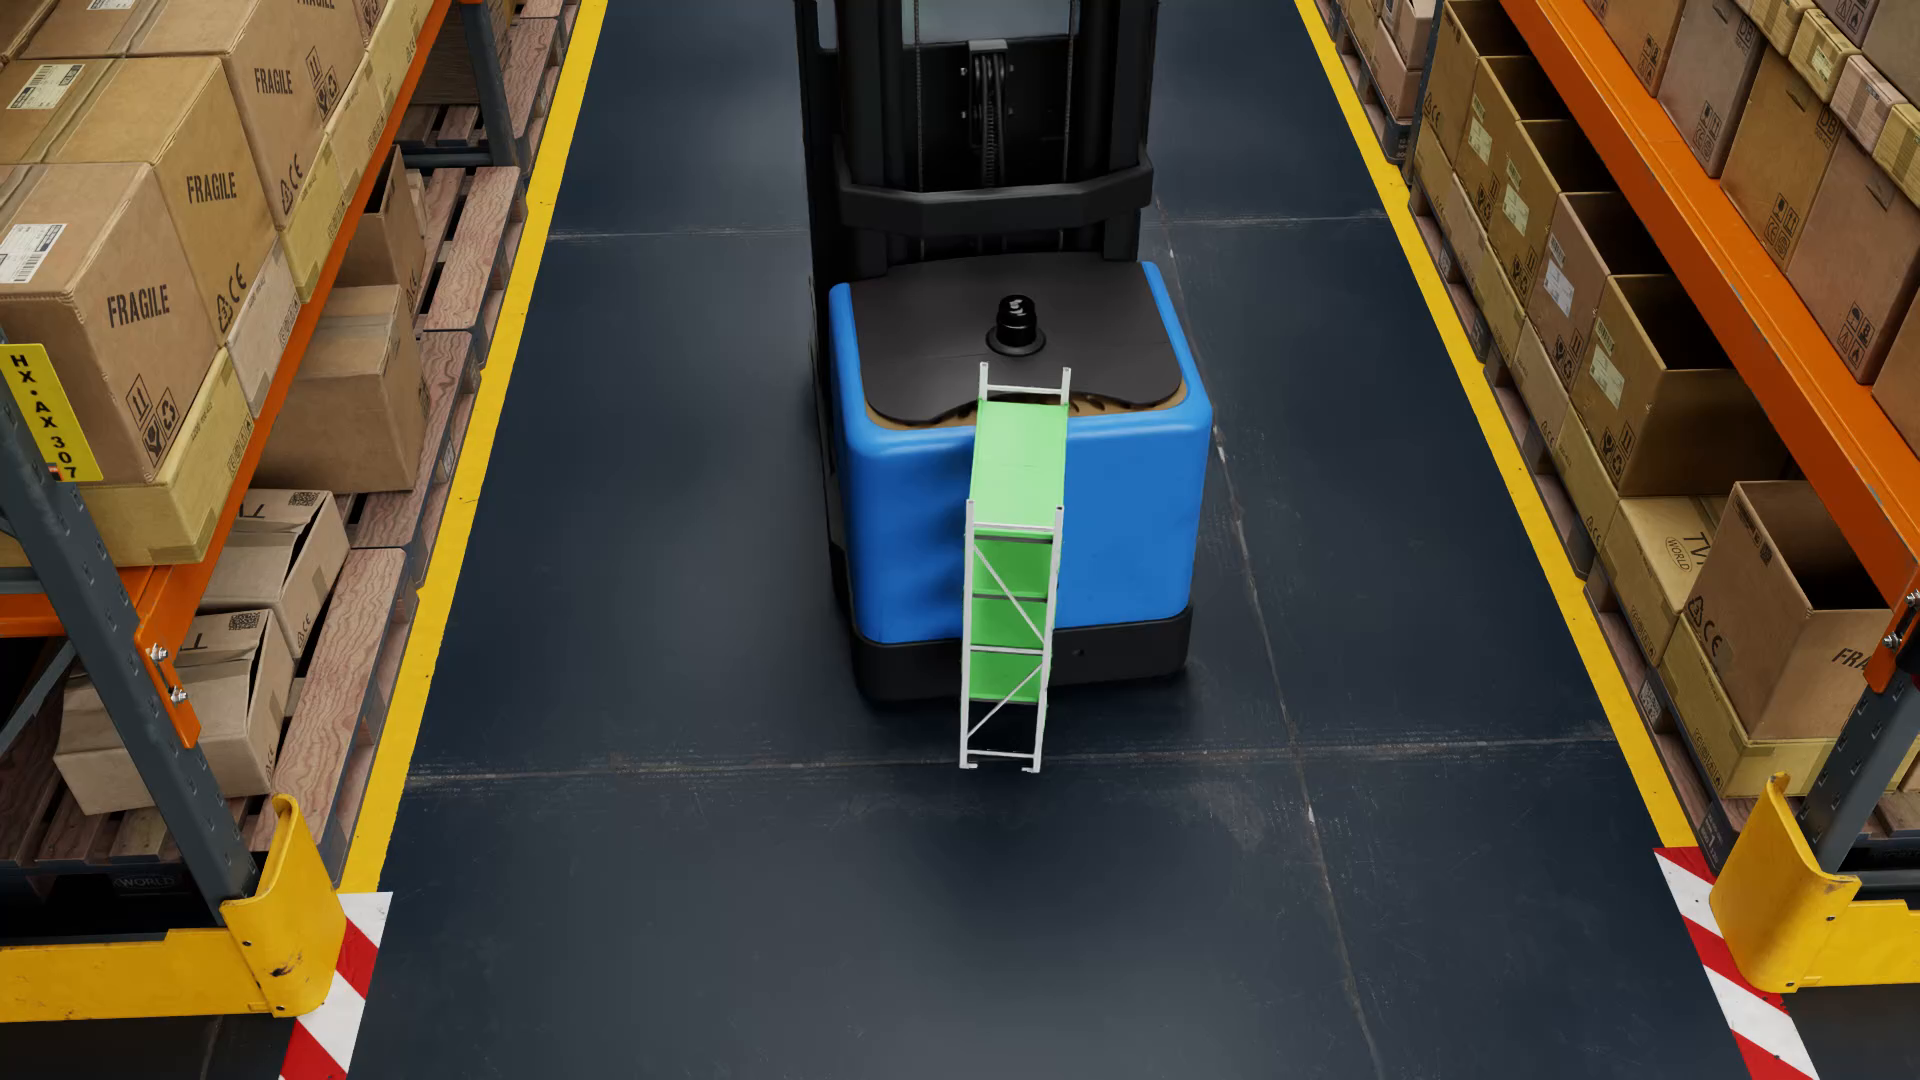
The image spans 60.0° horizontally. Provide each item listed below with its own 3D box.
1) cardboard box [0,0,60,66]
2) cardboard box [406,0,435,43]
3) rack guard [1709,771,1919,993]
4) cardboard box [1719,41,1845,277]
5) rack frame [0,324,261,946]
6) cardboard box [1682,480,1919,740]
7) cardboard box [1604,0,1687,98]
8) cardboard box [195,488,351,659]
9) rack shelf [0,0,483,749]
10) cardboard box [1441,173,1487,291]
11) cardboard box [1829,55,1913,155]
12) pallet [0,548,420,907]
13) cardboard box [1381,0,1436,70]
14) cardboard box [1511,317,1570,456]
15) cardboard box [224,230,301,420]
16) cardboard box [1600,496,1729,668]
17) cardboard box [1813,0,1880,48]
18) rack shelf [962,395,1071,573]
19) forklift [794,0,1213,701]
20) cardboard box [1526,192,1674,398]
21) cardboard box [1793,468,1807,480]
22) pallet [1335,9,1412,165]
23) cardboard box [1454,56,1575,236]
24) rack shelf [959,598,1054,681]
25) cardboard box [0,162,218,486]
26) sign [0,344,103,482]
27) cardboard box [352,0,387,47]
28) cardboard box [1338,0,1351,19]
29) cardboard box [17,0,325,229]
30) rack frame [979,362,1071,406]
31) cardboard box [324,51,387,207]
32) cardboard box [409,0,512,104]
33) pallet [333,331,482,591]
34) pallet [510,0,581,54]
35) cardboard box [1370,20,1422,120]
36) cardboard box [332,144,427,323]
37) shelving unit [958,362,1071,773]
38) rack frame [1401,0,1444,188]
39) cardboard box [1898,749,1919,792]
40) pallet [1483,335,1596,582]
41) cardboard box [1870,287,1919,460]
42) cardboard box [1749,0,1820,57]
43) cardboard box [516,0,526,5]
[{"bbox_3d":[-2.540,-1.131,4.305,0.500,0.500,0.500,-3,43,-3],"label":"cardboard box"},{"bbox_3d":[-2.104,-1.906,5.706,0.500,0.250,0.500,-1,43,-2],"label":"cardboard box"},{"bbox_3d":[2.680,0.891,4.407,1.175,0.500,0.348,-2,43,-2],"label":"rack guard"},{"bbox_3d":[2.629,-1.088,4.643,0.700,0.500,0.500,-1,43,-2],"label":"cardboard box"},{"bbox_3d":[-2.270,0.098,3.423,1.000,3.000,0.127,-2,43,-2],"label":"rack frame"},{"bbox_3d":[2.359,0.183,4.500,0.500,0.500,0.500,-2,43,-2],"label":"cardboard box"},{"bbox_3d":[2.580,-1.789,5.408,0.700,0.500,0.500,-1,43,-1],"label":"cardboard box"},{"bbox_3d":[-2.234,0.073,5.115,0.500,0.311,0.500,2,43,2],"label":"cardboard box"},{"bbox_3d":[-2.355,-0.987,5.139,1.077,0.370,4.000,-2,43,-2],"label":"rack shelf"},{"bbox_3d":[2.242,-1.228,6.594,0.500,0.250,0.500,-2,43,-2],"label":"cardboard box"},{"bbox_3d":[2.440,-1.094,4.169,0.380,0.149,0.250,-1,43,-1],"label":"cardboard box"},{"bbox_3d":[-2.273,0.526,5.020,1.003,0.211,1.213,-2,43,-2],"label":"pallet"},{"bbox_3d":[2.205,-2.360,7.414,0.500,0.311,0.500,-2,43,-2],"label":"cardboard box"},{"bbox_3d":[2.285,-0.553,5.858,0.500,0.250,0.500,-2,43,-2],"label":"cardboard box"},{"bbox_3d":[-2.010,-0.542,4.218,0.500,0.250,0.500,-3,43,-3],"label":"cardboard box"},{"bbox_3d":[2.328,0.122,5.121,0.500,0.250,0.500,-2,43,-2],"label":"cardboard box"},{"bbox_3d":[2.620,-1.608,4.250,0.700,0.500,0.500,-1,43,-2],"label":"cardboard box"},{"bbox_3d":[0.152,-0.153,4.381,0.258,0.148,0.480,4,50,2],"label":"rack shelf"},{"bbox_3d":[0.019,-1.584,5.309,1.130,2.935,3.031,-5,43,-5],"label":"forklift"},{"bbox_3d":[2.282,-0.830,5.604,0.500,0.500,0.500,-2,43,-2],"label":"cardboard box"},{"bbox_3d":[2.855,-0.170,4.884,0.500,0.500,0.500,-2,43,-2],"label":"cardboard box"},{"bbox_3d":[2.439,-2.215,8.010,1.003,0.211,1.213,-2,43,-2],"label":"pallet"},{"bbox_3d":[2.245,-1.505,6.341,0.500,0.500,0.500,-2,43,-2],"label":"cardboard box"},{"bbox_3d":[0.145,0.157,4.748,0.258,0.148,0.480,4,50,2],"label":"rack shelf"},{"bbox_3d":[-1.990,-0.461,3.574,0.500,0.500,0.500,-2,43,-2],"label":"cardboard box"},{"bbox_3d":[-1.728,-0.236,3.147,0.100,0.325,0.005,-2,43,-2],"label":"sign"},{"bbox_3d":[-2.073,-1.843,5.082,0.500,0.500,0.500,-3,43,-3],"label":"cardboard box"},{"bbox_3d":[2.160,-2.846,8.359,0.500,0.250,0.500,-1,43,-1],"label":"cardboard box"},{"bbox_3d":[-2.017,-1.144,4.319,0.500,0.500,0.500,-3,43,-3],"label":"cardboard box"},{"bbox_3d":[0.165,-0.070,4.856,0.240,1.200,0.015,4,50,2],"label":"rack frame"},{"bbox_3d":[-2.045,-1.228,4.966,0.500,0.250,0.500,-1,43,-1],"label":"cardboard box"},{"bbox_3d":[-2.488,-2.339,7.606,0.700,0.500,0.500,0,43,0],"label":"cardboard box"},{"bbox_3d":[-2.321,-0.296,5.917,1.003,0.211,1.213,-2,43,-2],"label":"pallet"},{"bbox_3d":[-2.529,-2.925,8.785,1.003,0.211,1.213,-2,43,-2],"label":"pallet"},{"bbox_3d":[2.202,-2.159,7.610,0.500,0.250,0.500,-2,43,-2],"label":"cardboard box"},{"bbox_3d":[-2.356,-1.143,6.302,0.500,0.500,0.500,-5,43,-5],"label":"cardboard box"},{"bbox_3d":[0.146,0.116,4.699,0.258,1.200,0.503,4,50,2],"label":"shelving unit"},{"bbox_3d":[2.509,-2.747,6.527,1.000,3.000,0.127,-2,43,-2],"label":"rack frame"},{"bbox_3d":[2.878,0.444,4.770,0.500,0.250,0.500,-2,43,-2],"label":"cardboard box"},{"bbox_3d":[2.556,-0.355,5.981,1.003,0.211,1.213,-2,43,-2],"label":"pallet"},{"bbox_3d":[2.672,-0.399,3.891,0.700,0.500,0.500,-2,43,-2],"label":"cardboard box"},{"bbox_3d":[2.416,-1.449,4.557,0.380,0.149,0.250,-1,43,-1],"label":"cardboard box"},{"bbox_3d":[-2.541,-3.032,8.362,0.700,0.500,0.500,-1,43,-1],"label":"cardboard box"}]
